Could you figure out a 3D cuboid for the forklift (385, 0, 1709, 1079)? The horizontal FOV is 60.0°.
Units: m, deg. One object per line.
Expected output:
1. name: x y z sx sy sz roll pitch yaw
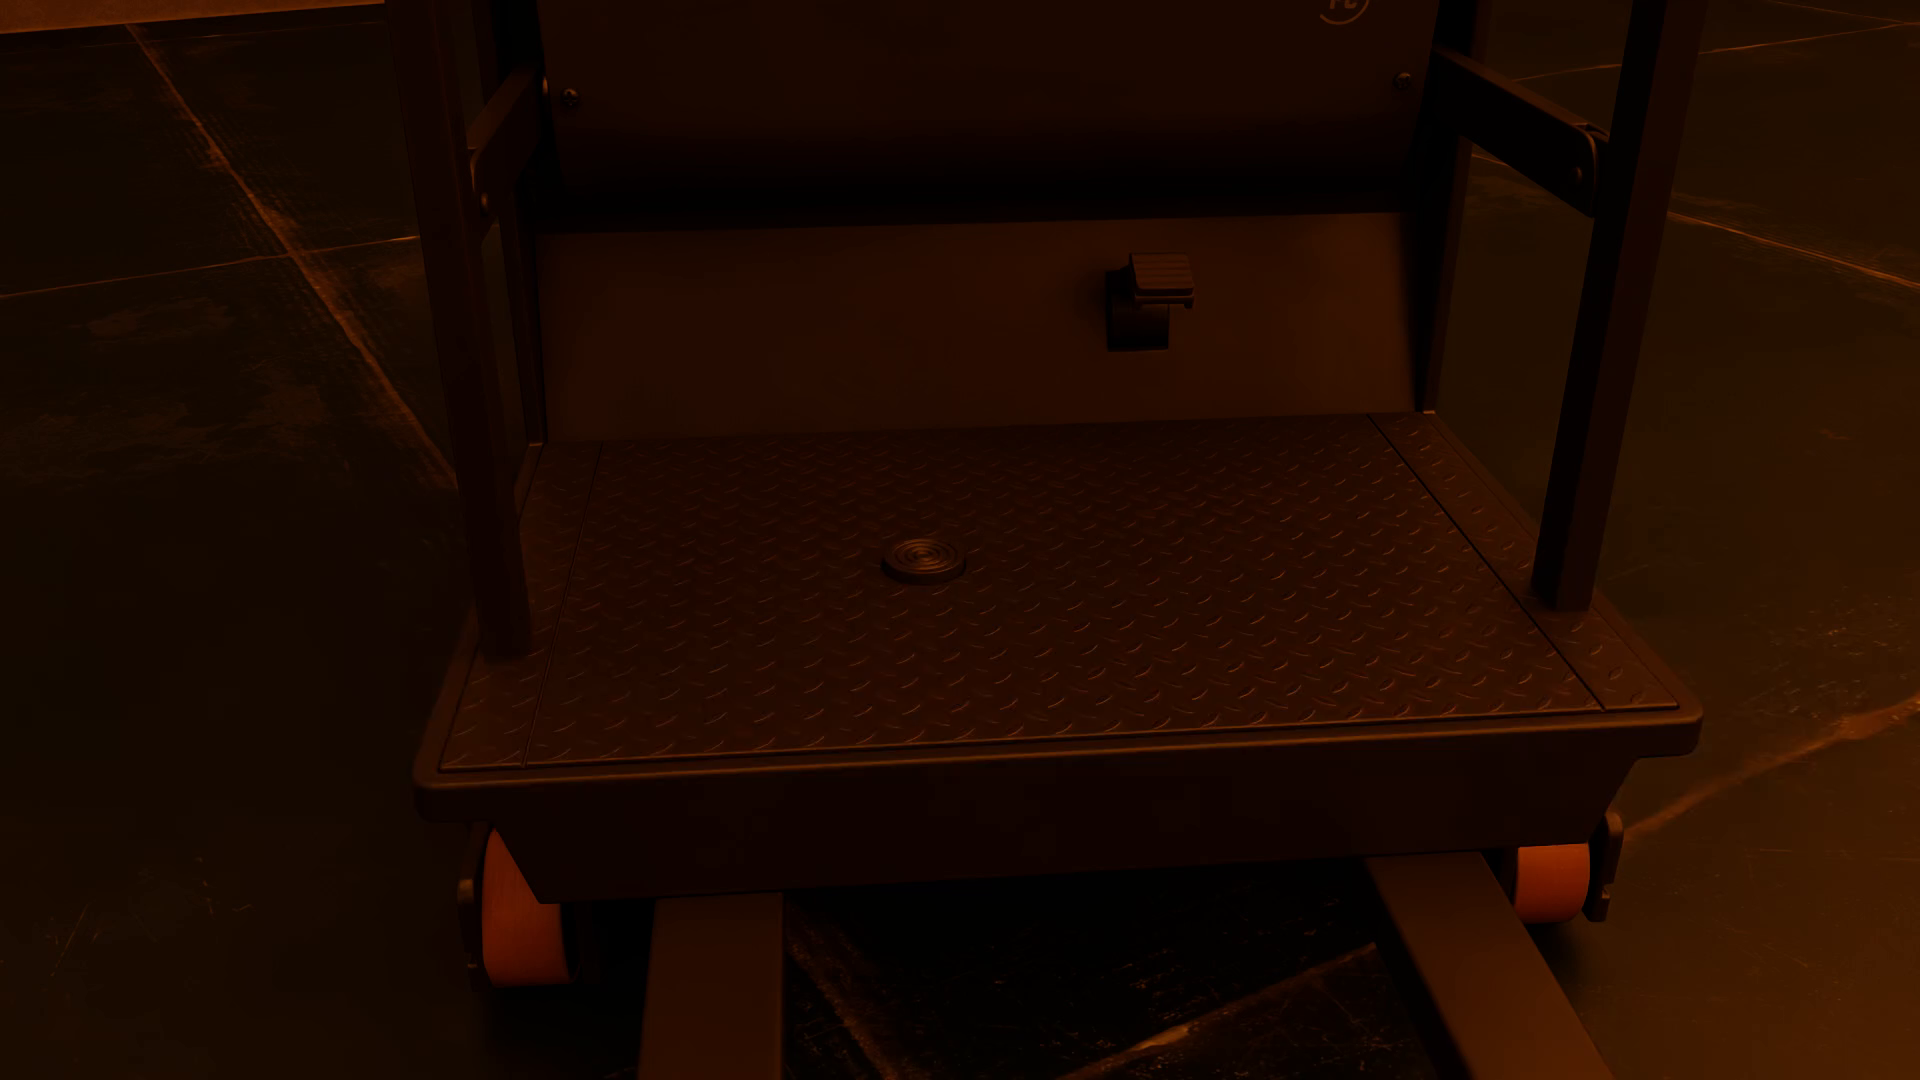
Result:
1. forklift: 0.056 -1.028 1.288 1.130 2.935 3.031 -2 27 -5
